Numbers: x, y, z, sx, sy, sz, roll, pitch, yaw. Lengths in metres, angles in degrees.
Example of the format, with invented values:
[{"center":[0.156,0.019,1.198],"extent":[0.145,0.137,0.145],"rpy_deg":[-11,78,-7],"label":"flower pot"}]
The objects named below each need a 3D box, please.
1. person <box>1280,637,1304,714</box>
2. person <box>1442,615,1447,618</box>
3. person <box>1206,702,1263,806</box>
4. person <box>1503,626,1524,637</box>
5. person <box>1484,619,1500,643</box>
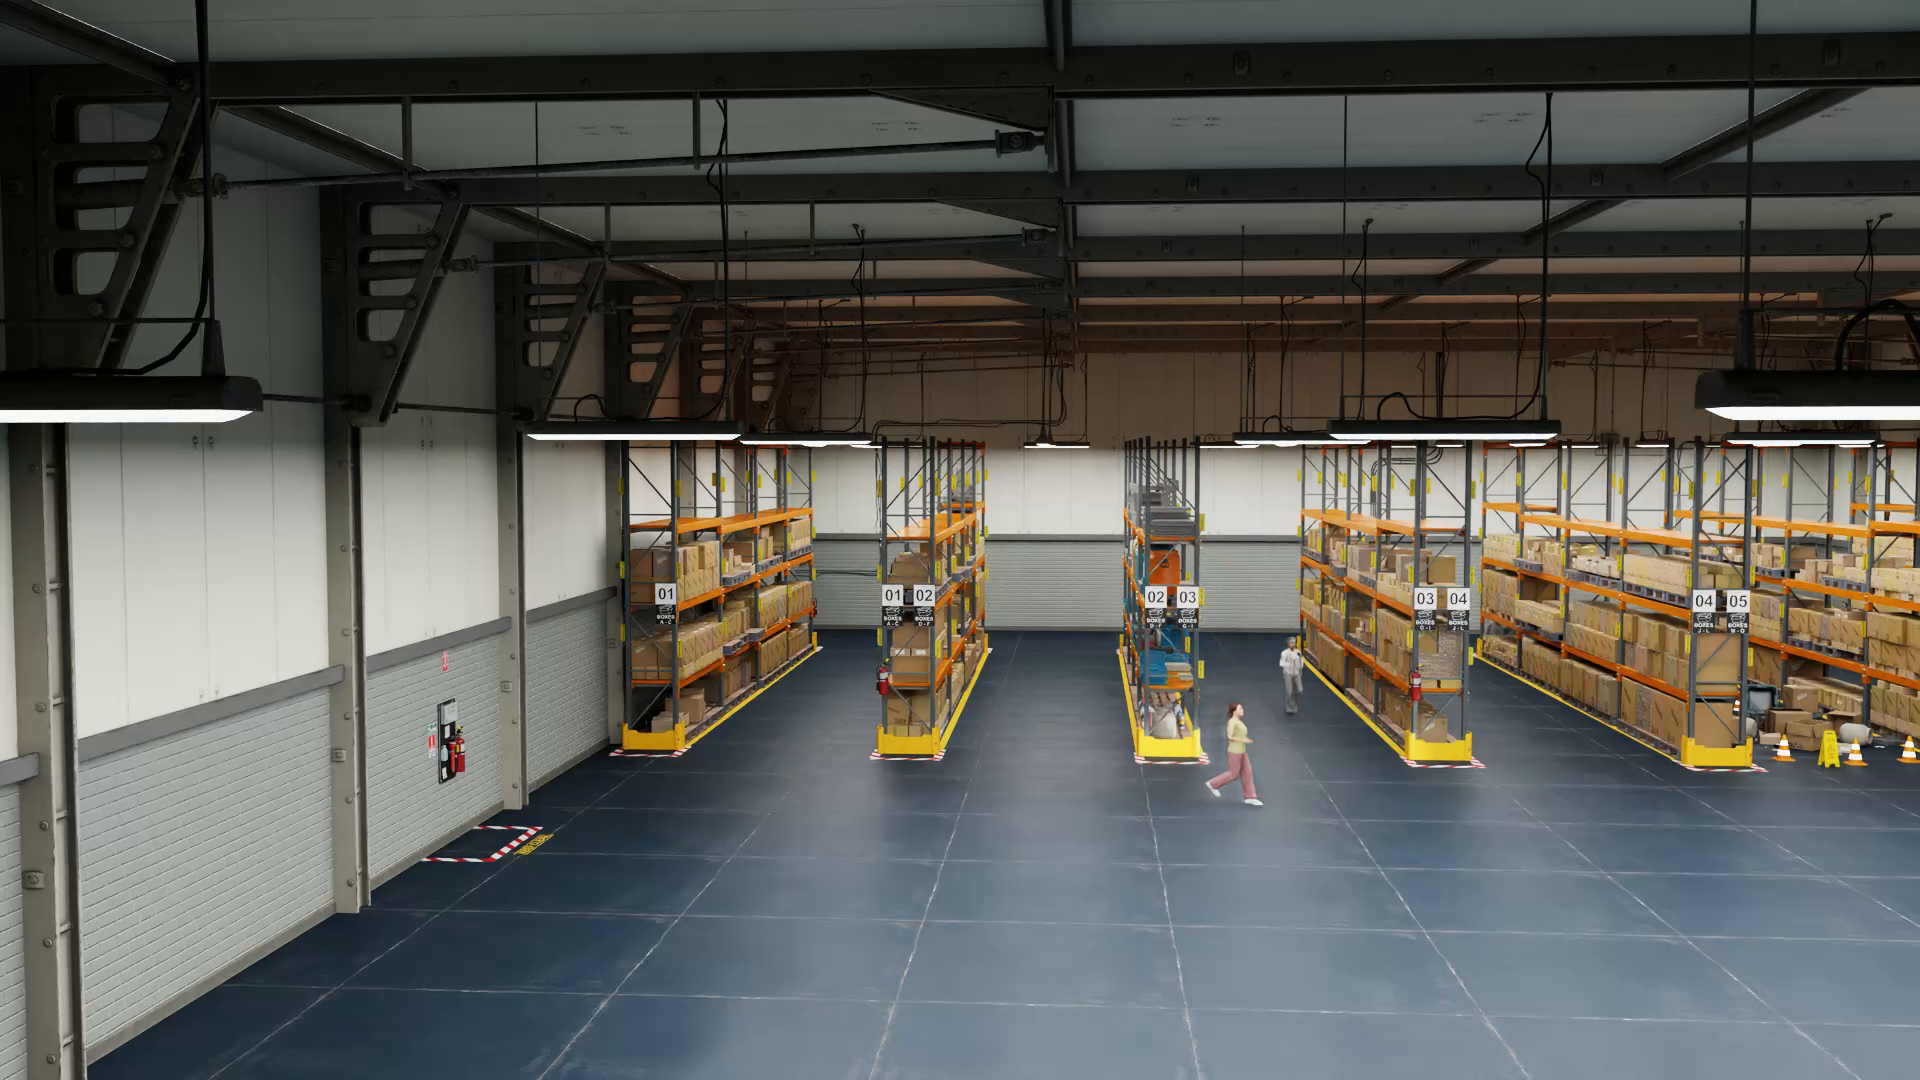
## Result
[{"center":[7.262,2.946,36.205],"extent":[0.596,1.690,0.614],"rpy_deg":[0,3,-6],"label":"person"},{"center":[13.082,2.508,43.933],"extent":[0.701,1.740,0.627],"rpy_deg":[0,3,-1],"label":"person"},{"center":[4.452,3.442,26.890],"extent":[0.935,1.663,0.578],"rpy_deg":[1,3,25],"label":"person"},{"center":[15.732,2.298,47.498],"extent":[0.751,1.746,0.916],"rpy_deg":[-2,4,-39],"label":"person"},{"center":[15.273,2.381,47.434],"extent":[0.723,1.663,0.656],"rpy_deg":[0,3,-3],"label":"person"}]
